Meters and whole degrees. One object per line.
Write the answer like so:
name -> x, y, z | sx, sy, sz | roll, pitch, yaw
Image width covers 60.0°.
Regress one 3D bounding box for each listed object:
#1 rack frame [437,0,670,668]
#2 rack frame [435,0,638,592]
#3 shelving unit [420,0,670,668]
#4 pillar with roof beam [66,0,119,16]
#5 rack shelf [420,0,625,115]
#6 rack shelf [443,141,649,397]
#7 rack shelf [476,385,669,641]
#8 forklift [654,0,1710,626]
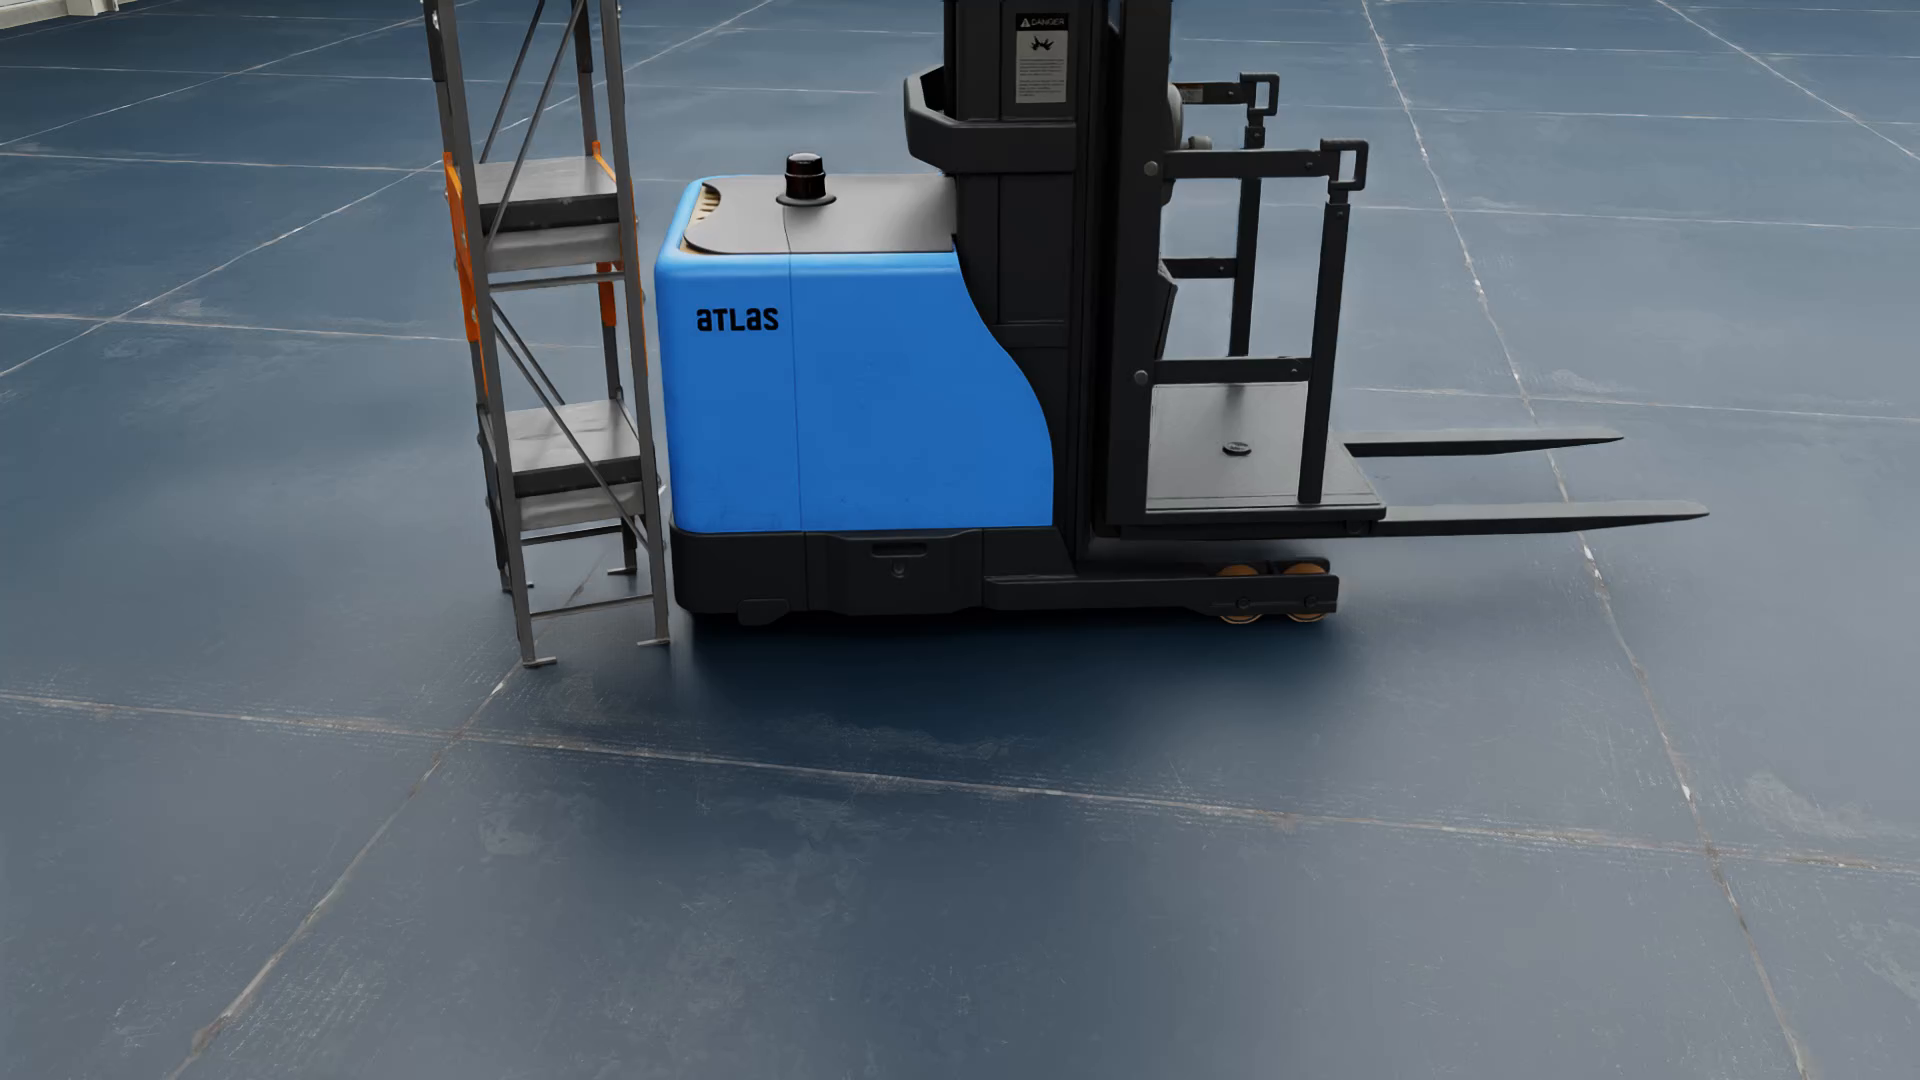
rack frame -> -0.999, -0.637, 4.133 | 0.400, 2.100, 0.015 | -9, 27, -18
rack frame -> -1.170, -0.830, 4.547 | 0.400, 2.100, 0.015 | -9, 27, -18
shelving unit -> -1.085, -0.734, 4.340 | 0.431, 2.100, 0.503 | -9, 27, -18
pillar with roof beam -> -4.248, -8.944, 13.743 | 9.100, 9.000, 0.400 | 4, 25, 9
rack shelf -> -1.085, -1.355, 4.048 | 0.431, 0.518, 0.480 | -9, 27, -18
rack shelf -> -1.085, -0.721, 4.345 | 0.431, 0.518, 0.480 | -9, 27, -18
rack shelf -> -1.084, -0.087, 4.642 | 0.431, 0.518, 0.480 | -9, 27, -18
forklift -> 0.681, -1.311, 4.593 | 3.031, 2.935, 1.130 | -1, 25, -3
